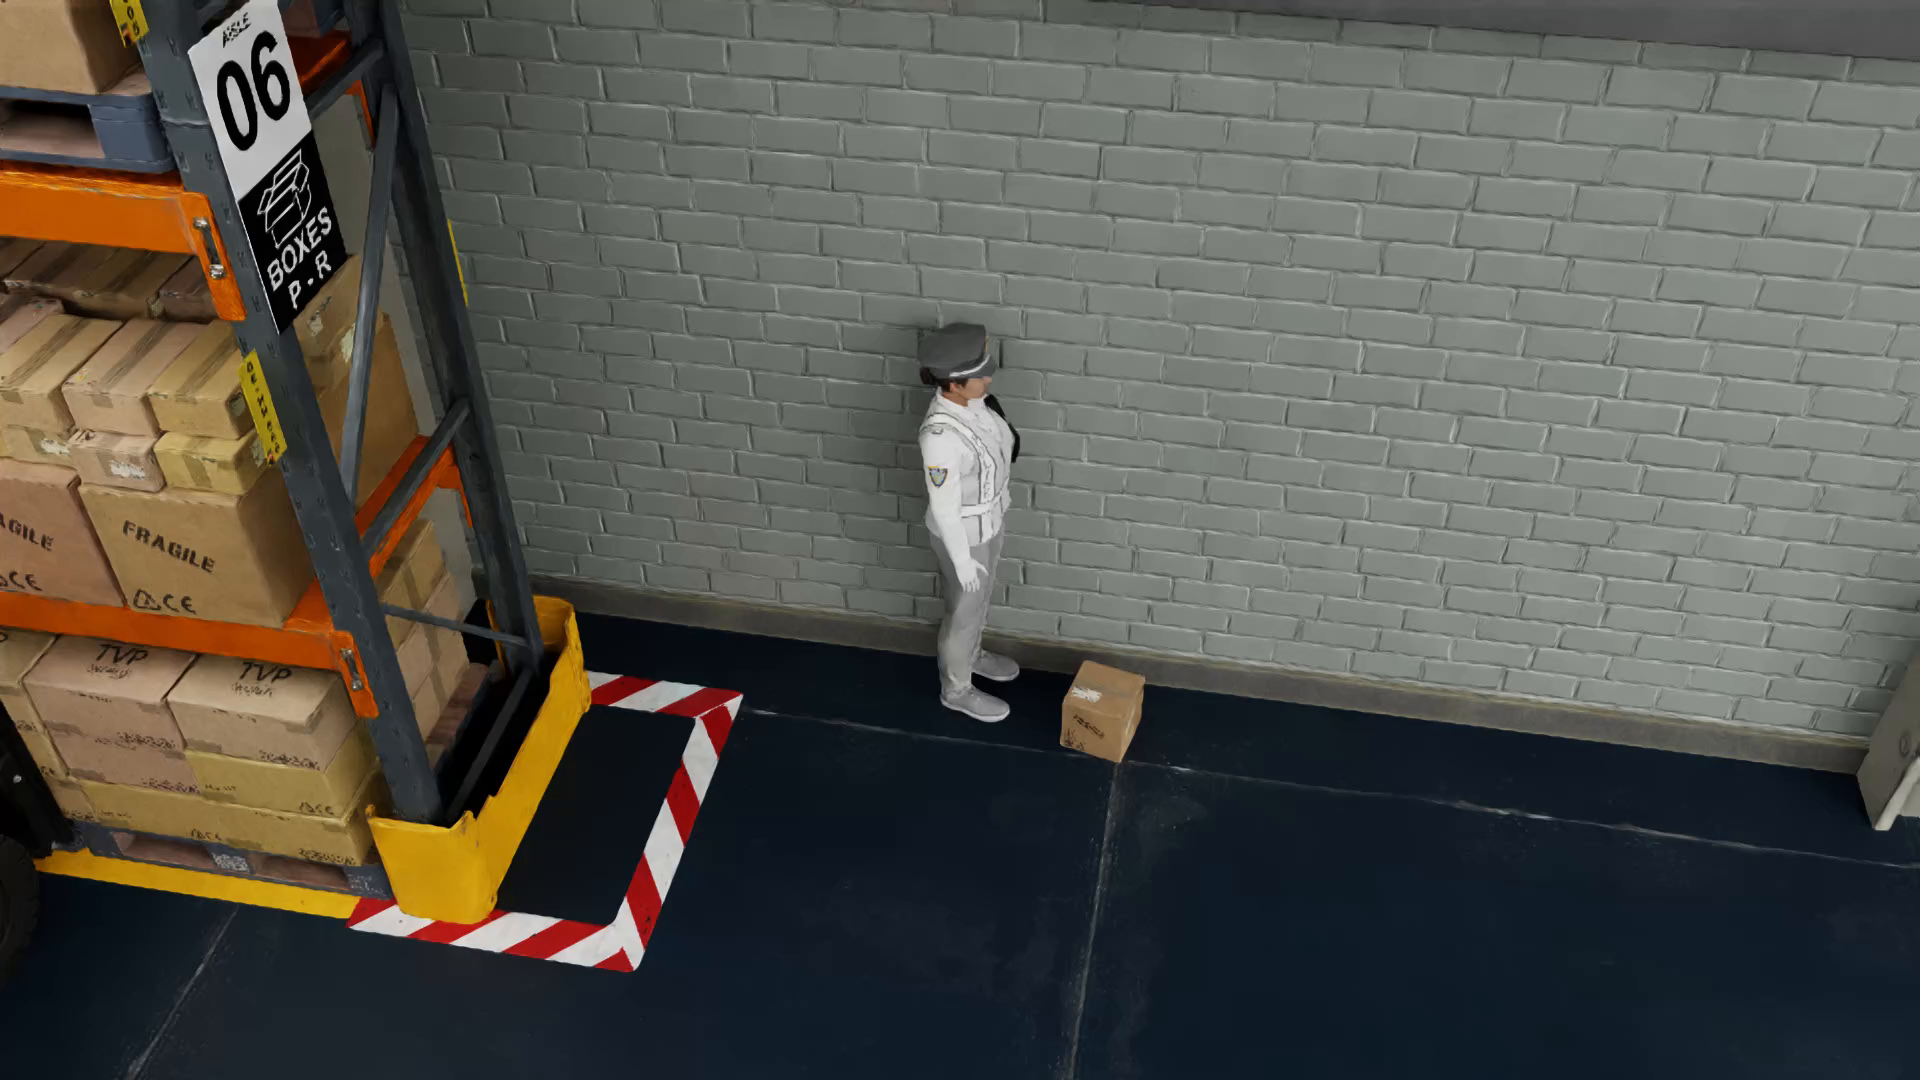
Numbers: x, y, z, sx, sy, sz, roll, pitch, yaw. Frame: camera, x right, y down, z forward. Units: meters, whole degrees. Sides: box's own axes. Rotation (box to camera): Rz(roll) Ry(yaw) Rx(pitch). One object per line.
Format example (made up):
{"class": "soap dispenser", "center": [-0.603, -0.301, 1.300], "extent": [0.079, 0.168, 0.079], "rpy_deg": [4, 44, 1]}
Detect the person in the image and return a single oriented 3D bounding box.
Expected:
{"class": "person", "center": [0.047, -0.056, 6.169], "extent": [0.385, 1.685, 0.491], "rpy_deg": [11, 42, 12]}
